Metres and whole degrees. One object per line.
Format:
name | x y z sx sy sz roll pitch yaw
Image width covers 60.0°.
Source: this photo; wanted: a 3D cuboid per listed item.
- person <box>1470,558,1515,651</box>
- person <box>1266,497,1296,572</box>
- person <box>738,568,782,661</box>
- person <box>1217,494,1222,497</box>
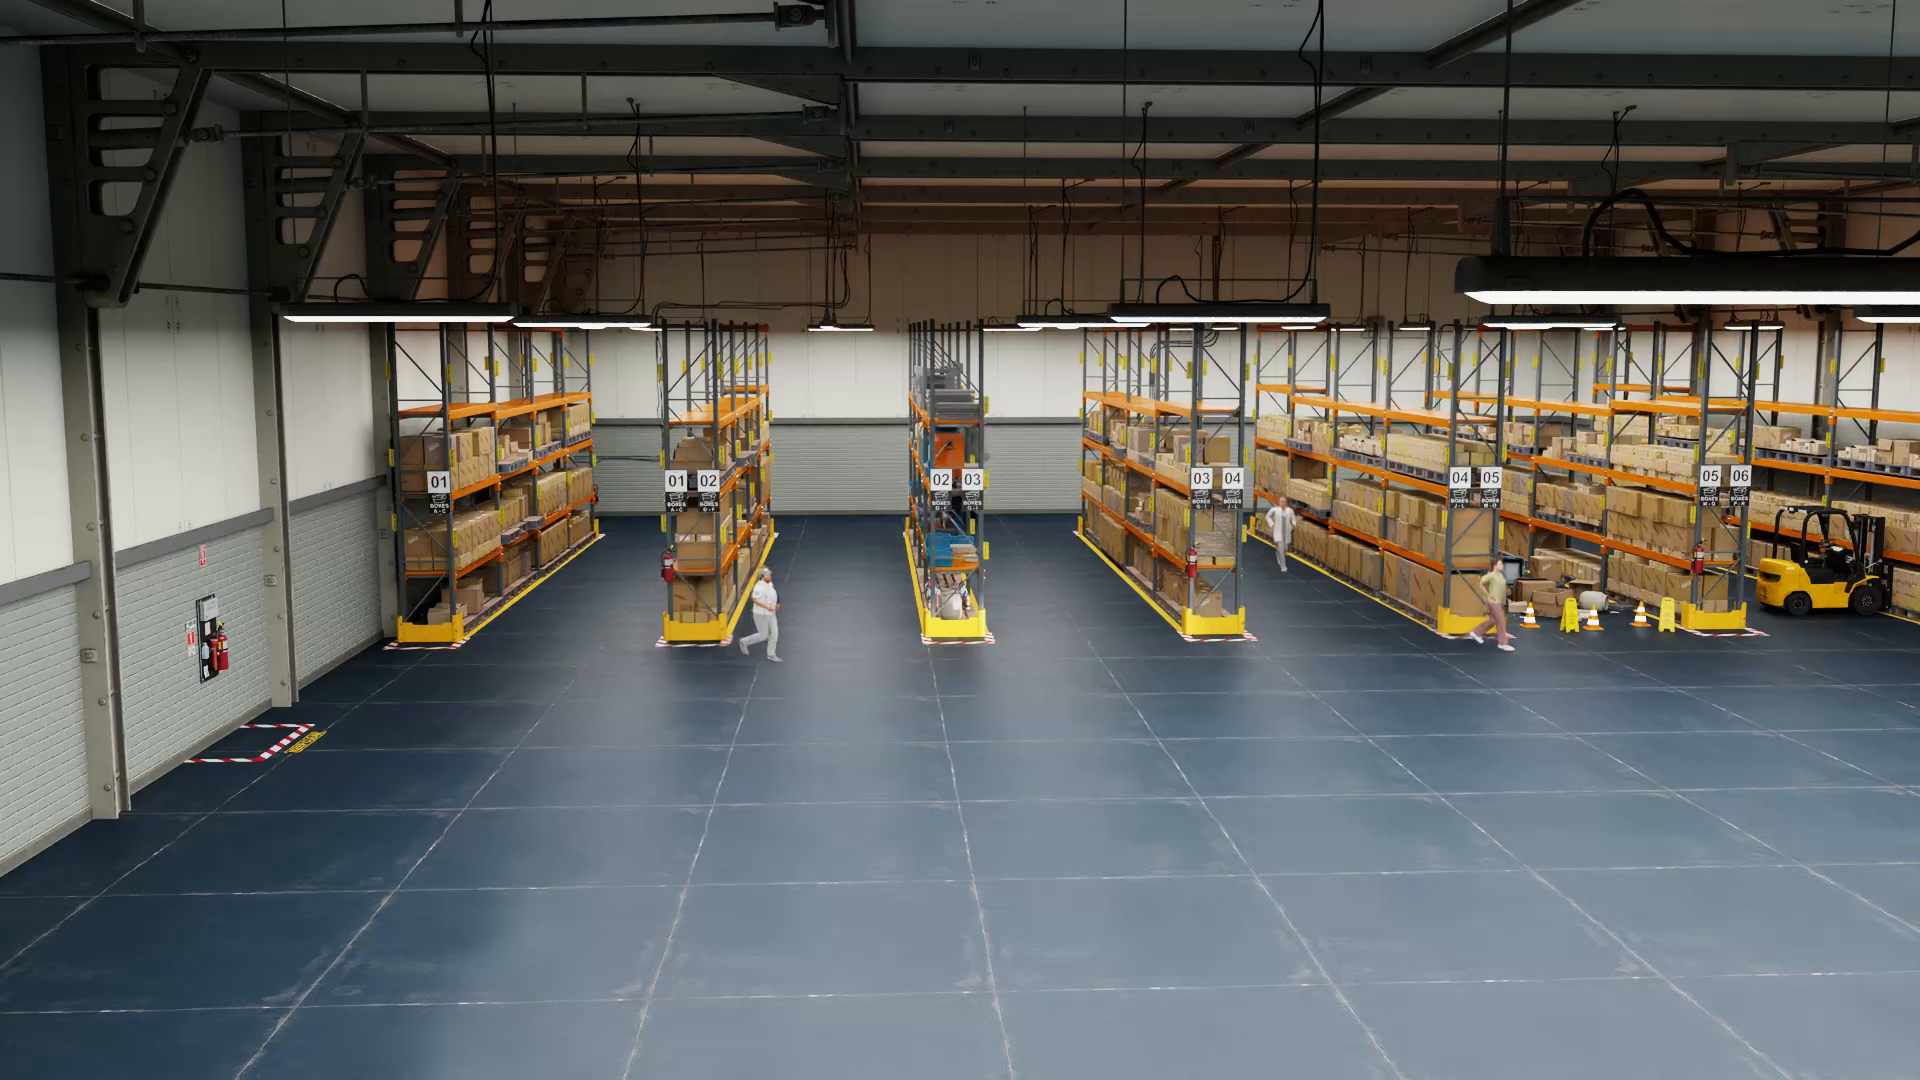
person | 9.708 1.140 30.271 0.885 1.662 0.590 6 9 41
person | 7.851 -0.158 40.620 0.710 1.781 0.976 -1 7 -5
person | -3.488 1.316 29.341 0.766 1.649 0.614 3 8 24
person | 7.190 -0.947 47.127 0.700 1.713 0.642 2 7 13
